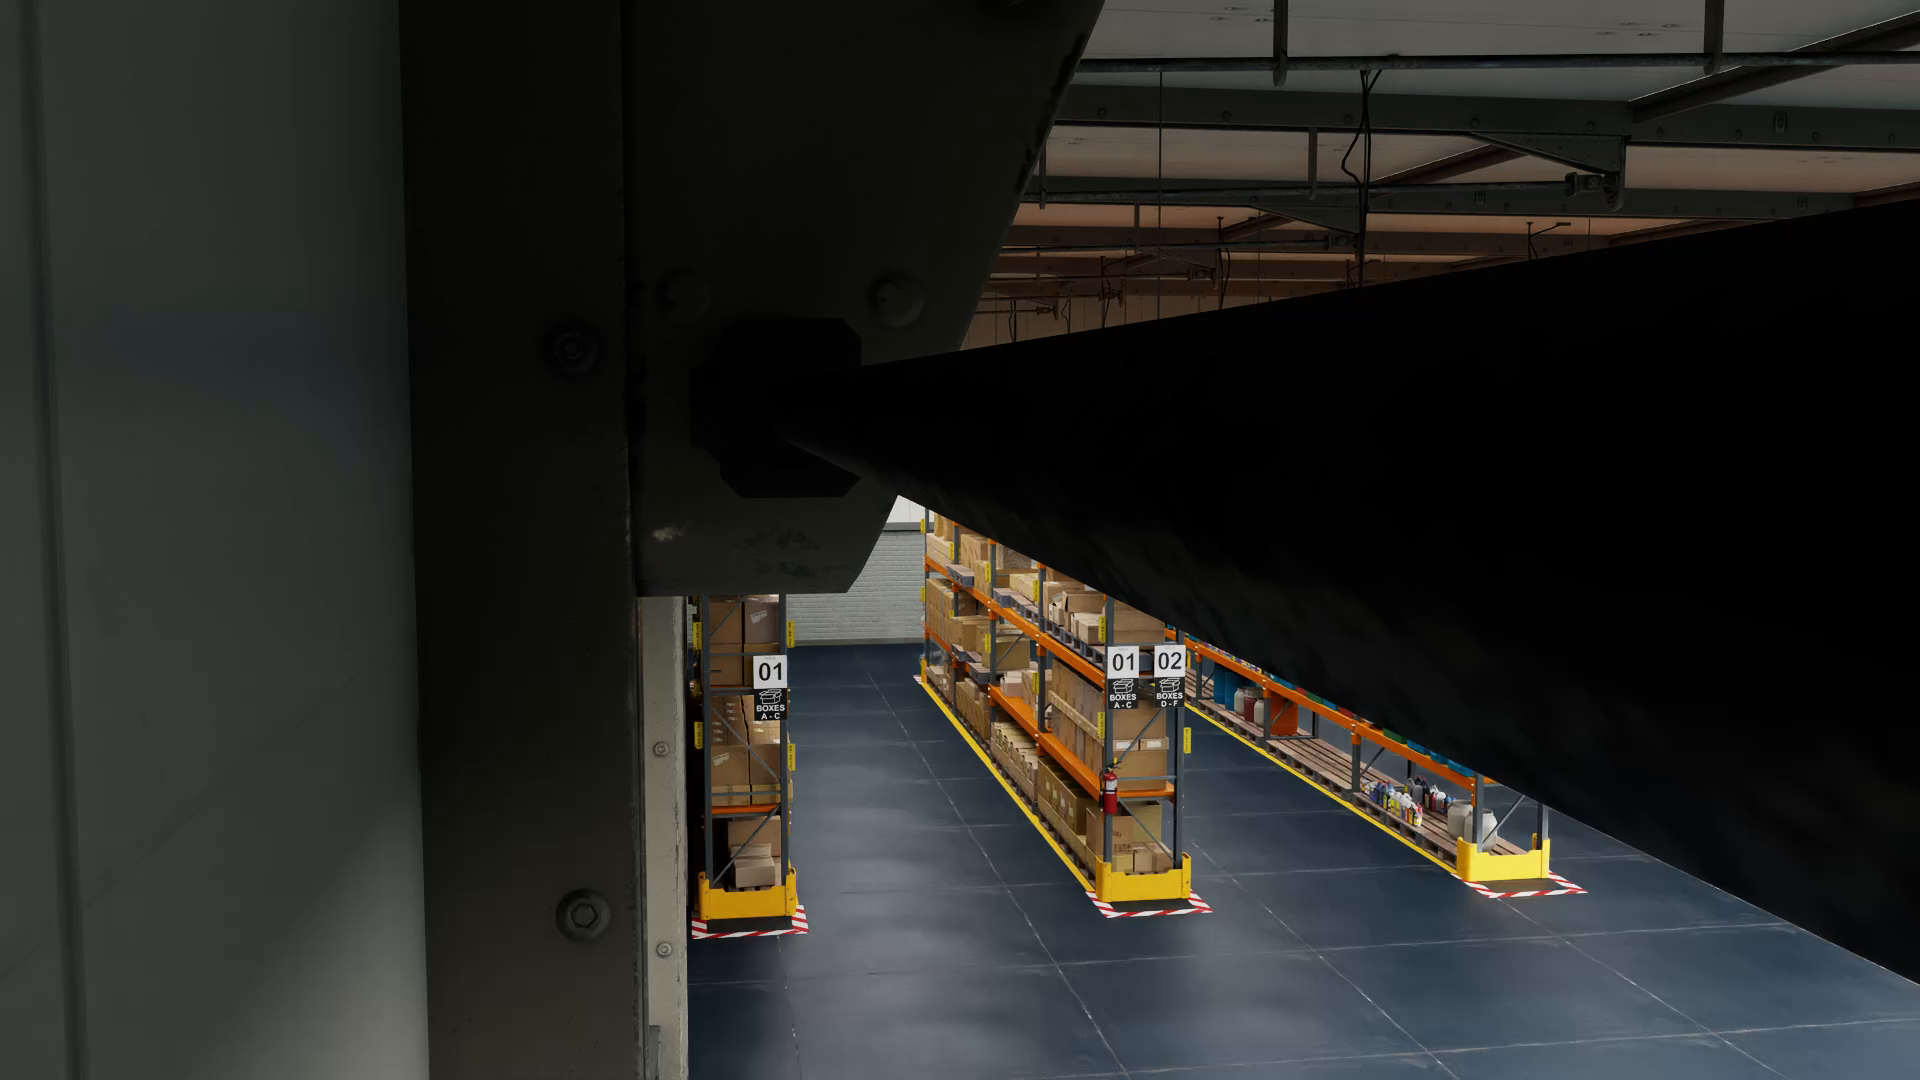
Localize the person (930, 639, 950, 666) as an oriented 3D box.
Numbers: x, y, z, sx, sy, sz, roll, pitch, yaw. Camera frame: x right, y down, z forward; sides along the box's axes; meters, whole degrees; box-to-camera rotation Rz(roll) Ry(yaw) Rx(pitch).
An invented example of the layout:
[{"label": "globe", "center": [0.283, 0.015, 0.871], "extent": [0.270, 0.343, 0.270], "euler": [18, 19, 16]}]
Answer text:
[{"label": "person", "center": [-0.483, 2.233, 37.641], "extent": [0.563, 1.592, 0.573], "euler": [1, 5, 12]}]
